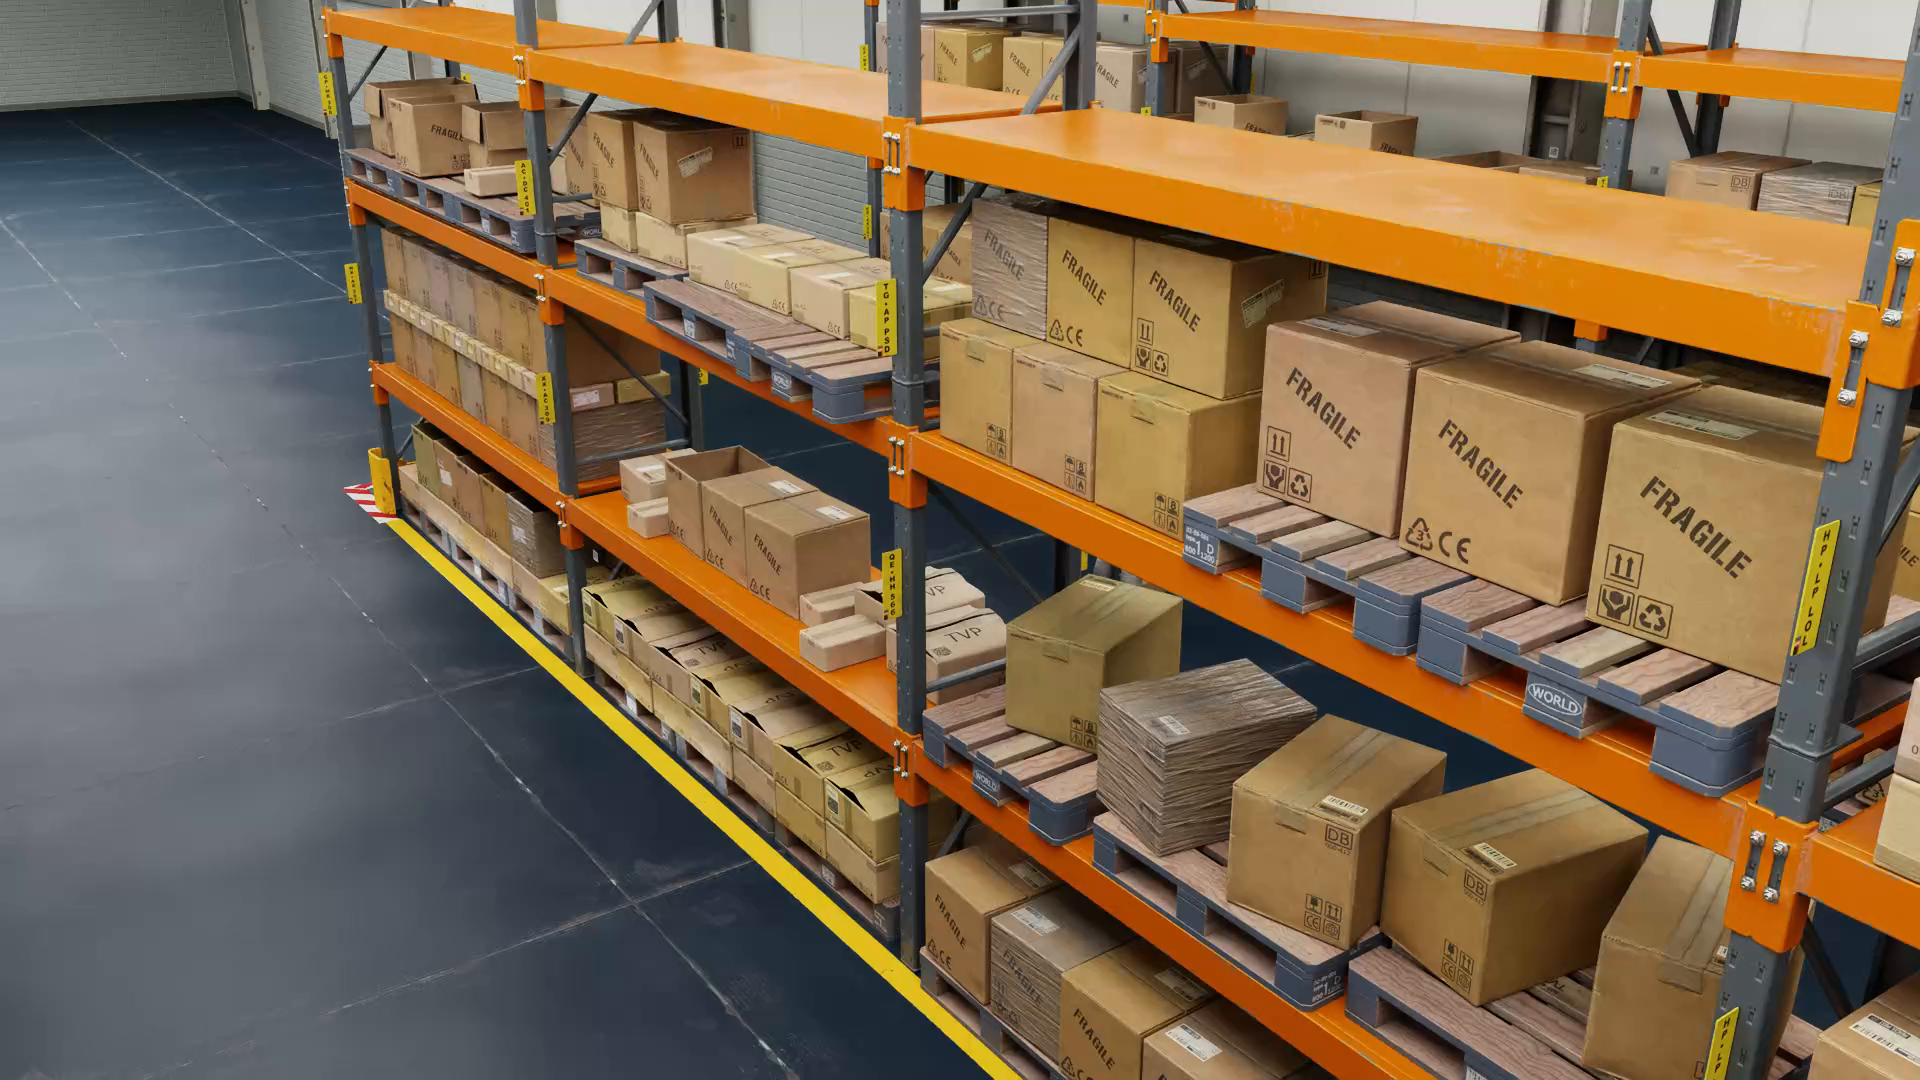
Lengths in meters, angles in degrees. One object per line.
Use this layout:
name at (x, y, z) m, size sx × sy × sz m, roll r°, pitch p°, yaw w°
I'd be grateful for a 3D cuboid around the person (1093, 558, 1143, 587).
person at (1.175, -0.232, 11.959) m, size 0.469 × 1.666 × 0.542 m, roll -15°, pitch 26°, yaw -33°
